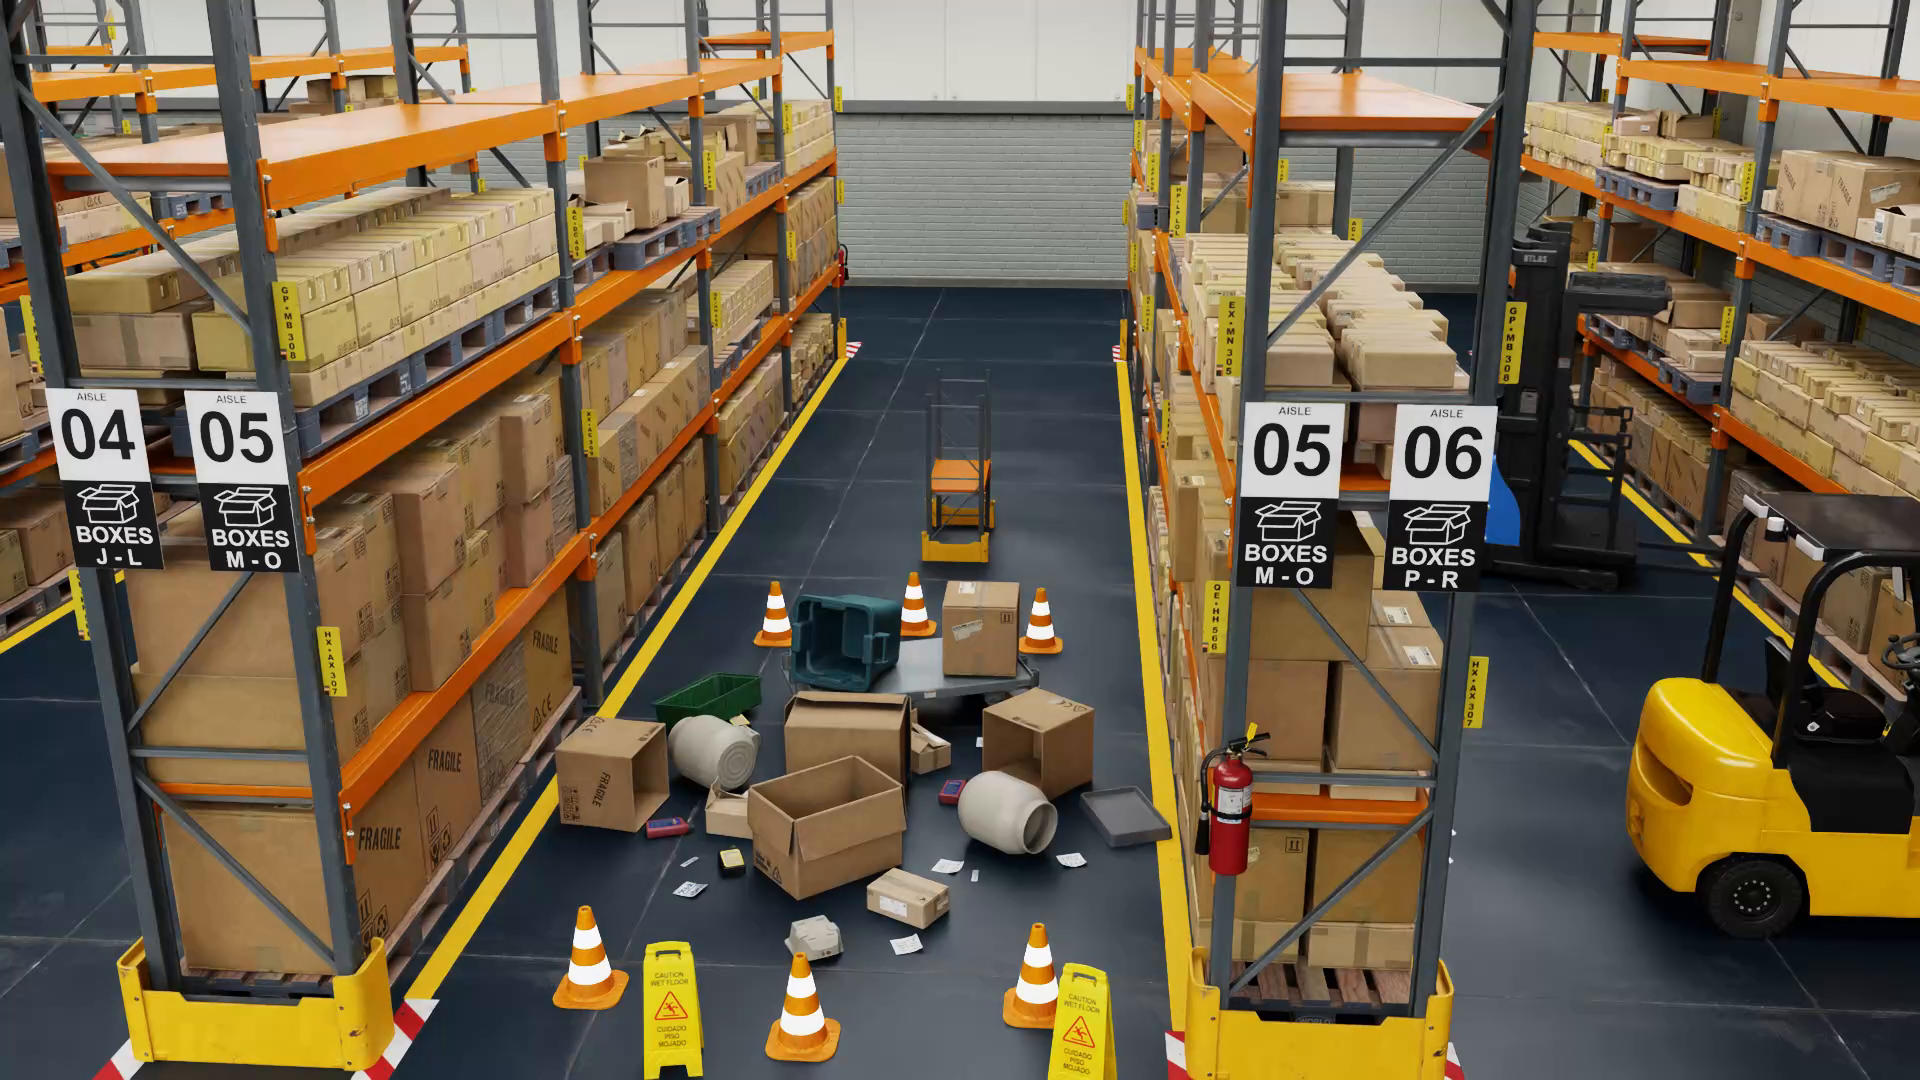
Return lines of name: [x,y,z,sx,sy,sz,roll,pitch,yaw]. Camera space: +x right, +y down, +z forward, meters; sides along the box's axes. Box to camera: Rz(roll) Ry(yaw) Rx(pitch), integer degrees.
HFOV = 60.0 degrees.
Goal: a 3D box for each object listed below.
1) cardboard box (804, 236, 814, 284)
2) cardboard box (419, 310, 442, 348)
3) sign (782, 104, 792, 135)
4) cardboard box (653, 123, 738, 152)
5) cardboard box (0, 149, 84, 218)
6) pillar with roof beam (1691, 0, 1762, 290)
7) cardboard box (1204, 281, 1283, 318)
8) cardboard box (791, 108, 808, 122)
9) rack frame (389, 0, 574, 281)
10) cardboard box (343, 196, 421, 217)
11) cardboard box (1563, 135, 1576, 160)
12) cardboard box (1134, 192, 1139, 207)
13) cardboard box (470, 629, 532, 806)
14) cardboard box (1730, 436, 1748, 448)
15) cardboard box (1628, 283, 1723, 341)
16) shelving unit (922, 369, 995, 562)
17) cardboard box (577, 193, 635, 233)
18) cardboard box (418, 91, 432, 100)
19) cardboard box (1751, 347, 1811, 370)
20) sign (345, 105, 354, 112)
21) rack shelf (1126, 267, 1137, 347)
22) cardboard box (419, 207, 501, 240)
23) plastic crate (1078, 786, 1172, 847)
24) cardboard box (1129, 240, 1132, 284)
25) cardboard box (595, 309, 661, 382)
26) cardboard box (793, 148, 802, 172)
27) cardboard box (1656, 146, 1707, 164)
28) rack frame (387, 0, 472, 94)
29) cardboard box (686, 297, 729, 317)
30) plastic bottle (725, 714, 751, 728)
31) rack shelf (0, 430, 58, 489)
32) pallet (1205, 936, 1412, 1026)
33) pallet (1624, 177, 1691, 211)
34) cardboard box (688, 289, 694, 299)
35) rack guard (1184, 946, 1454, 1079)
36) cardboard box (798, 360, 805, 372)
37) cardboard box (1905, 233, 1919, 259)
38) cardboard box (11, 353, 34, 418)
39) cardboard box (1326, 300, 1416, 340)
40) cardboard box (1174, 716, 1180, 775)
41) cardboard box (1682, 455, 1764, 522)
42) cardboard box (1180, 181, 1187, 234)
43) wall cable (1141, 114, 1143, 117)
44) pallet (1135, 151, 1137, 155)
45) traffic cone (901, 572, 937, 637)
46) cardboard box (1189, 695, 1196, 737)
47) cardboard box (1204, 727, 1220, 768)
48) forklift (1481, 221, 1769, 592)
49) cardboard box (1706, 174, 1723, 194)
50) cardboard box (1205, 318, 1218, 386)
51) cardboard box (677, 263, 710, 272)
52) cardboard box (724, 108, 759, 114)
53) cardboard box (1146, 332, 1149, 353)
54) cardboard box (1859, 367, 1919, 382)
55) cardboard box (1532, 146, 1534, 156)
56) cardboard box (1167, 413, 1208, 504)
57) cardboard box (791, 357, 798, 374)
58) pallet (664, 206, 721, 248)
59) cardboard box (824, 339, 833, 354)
cardboard box: [-2.058,-3.405,20.187,0.500,0.500,0.500,1,18,3]
cardboard box: [-2.871,-1.076,8.468,0.380,0.149,0.250,1,18,4]
sign: [-1.892,-4.606,18.209,0.100,0.325,0.005,1,18,4]
cardboard box: [-2.687,-3.956,16.848,0.797,0.503,0.637,1,18,3]
cardboard box: [-7.533,-2.902,13.509,0.500,0.500,0.500,2,18,5]
pillar with roof beam: [4.105,-5.713,18.233,9.100,9.000,0.400,1,18,4]
cardboard box: [1.445,-1.226,8.481,0.380,0.149,0.250,2,18,5]
cardboard box: [-2.035,-5.114,20.019,0.380,0.149,0.250,1,18,2]
rack frame: [-3.019,-3.125,10.335,1.000,3.000,0.127,1,18,4]
cardboard box: [-3.419,-1.943,9.832,0.380,0.149,0.250,1,18,3]
cardboard box: [7.310,-4.541,19.238,0.500,0.250,0.500,2,18,5]
cardboard box: [2.331,-4.168,20.345,0.380,0.149,0.250,1,18,3]
cardboard box: [-3.195,1.010,10.089,0.875,0.875,0.875,1,18,4]
cardboard box: [7.496,-0.964,15.672,0.380,0.149,0.250,2,18,5]
cardboard box: [7.099,-2.267,16.517,0.700,0.500,0.500,1,18,4]
shelving unit: [-0.005,-0.689,14.944,0.587,1.500,1.083,1,18,4]
cardboard box: [-2.673,-2.459,12.501,0.396,0.266,0.258,1,18,4]
cardboard box: [-7.243,-5.528,21.492,0.700,0.500,0.500,1,18,2]
cardboard box: [6.829,-1.508,13.833,0.380,0.149,0.250,2,18,5]
sign: [-6.843,-4.712,18.661,0.100,0.325,0.005,1,18,4]
rack shelf: [2.643,-2.959,20.618,1.077,0.370,4.000,1,18,4]
cardboard box: [-2.799,-1.771,9.307,0.380,0.149,0.250,1,18,4]
plastic crate: [0.995,1.662,10.050,0.402,0.080,0.583,-5,19,-15]
cardboard box: [2.402,-3.511,20.989,0.500,0.500,0.500,1,18,4]
cardboard box: [-2.844,-1.583,13.498,0.700,0.500,0.500,1,18,3]
cardboard box: [-2.122,-4.407,19.304,0.500,0.250,0.500,1,18,3]
cardboard box: [6.940,-3.702,16.004,0.380,0.149,0.250,1,18,4]
rack frame: [-7.099,-6.994,22.143,1.000,3.000,0.127,1,18,4]
cardboard box: [-2.448,-2.260,16.104,0.380,0.149,0.250,1,18,2]
plastic bottle: [-1.533,1.242,11.362,0.133,0.061,0.283,-9,20,-25]
rack shelf: [-7.815,-0.695,13.710,1.077,0.370,4.000,1,18,4]
pallet: [1.738,2.097,8.510,1.003,0.211,1.213,1,18,4]
pallet: [7.262,-3.383,16.241,1.213,0.211,1.003,1,18,4]
cardboard box: [-3.002,-2.543,17.444,0.380,0.149,0.250,2,18,6]
rack guard: [1.644,2.212,7.698,1.175,0.500,0.348,1,18,4]
cardboard box: [-2.125,-2.176,20.500,0.380,0.149,0.250,2,18,6]
cardboard box: [6.653,-1.987,11.247,0.380,0.149,0.250,1,18,4]
cardboard box: [-7.927,-1.205,13.271,0.797,0.503,0.637,3,18,10]
cardboard box: [1.964,-1.054,7.954,0.380,0.149,0.250,1,18,4]
cardboard box: [1.587,1.255,10.343,0.500,0.250,0.500,2,18,7]
cardboard box: [6.980,-0.475,15.224,0.500,0.500,0.500,2,18,6]
cardboard box: [2.135,-2.616,13.439,0.700,0.500,0.500,1,18,4]
wall cable: [3.167,-6.171,27.585,0.585,1.953,0.123,1,18,4]
pallet: [2.743,-5.075,21.245,1.003,0.211,1.213,1,18,4]
traffic cone: [-0.358,0.482,13.036,0.336,0.463,0.334,1,18,4]
cardboard box: [1.437,0.960,8.999,0.380,0.149,0.250,2,18,6]
cardboard box: [1.360,0.965,7.892,0.380,0.149,0.250,1,18,3]
forklift: [5.344,-1.143,14.031,3.031,2.935,1.130,7,19,20]
cardboard box: [7.006,-3.226,15.061,0.380,0.149,0.250,1,18,4]
cardboard box: [1.477,-0.931,8.218,0.500,0.250,0.500,2,18,5]
cardboard box: [-2.946,-2.923,18.126,0.380,0.149,0.250,2,18,5]
cardboard box: [-2.631,-5.125,20.052,0.380,0.149,0.250,1,18,3]
cardboard box: [2.027,-1.919,15.727,0.500,0.250,0.500,1,18,2]
cardboard box: [7.311,-1.258,13.069,0.380,0.149,0.250,1,18,4]
cardboard box: [7.490,-4.942,21.103,0.380,0.149,0.250,2,18,5]
cardboard box: [1.556,-0.414,9.451,0.700,0.500,0.500,1,18,3]
cardboard box: [-2.135,-2.073,19.707,0.380,0.149,0.250,2,18,7]
pallet: [-2.725,-2.651,14.009,1.213,0.211,1.003,2,18,6]
cardboard box: [-1.906,-2.596,22.258,0.380,0.149,0.250,2,18,6]
